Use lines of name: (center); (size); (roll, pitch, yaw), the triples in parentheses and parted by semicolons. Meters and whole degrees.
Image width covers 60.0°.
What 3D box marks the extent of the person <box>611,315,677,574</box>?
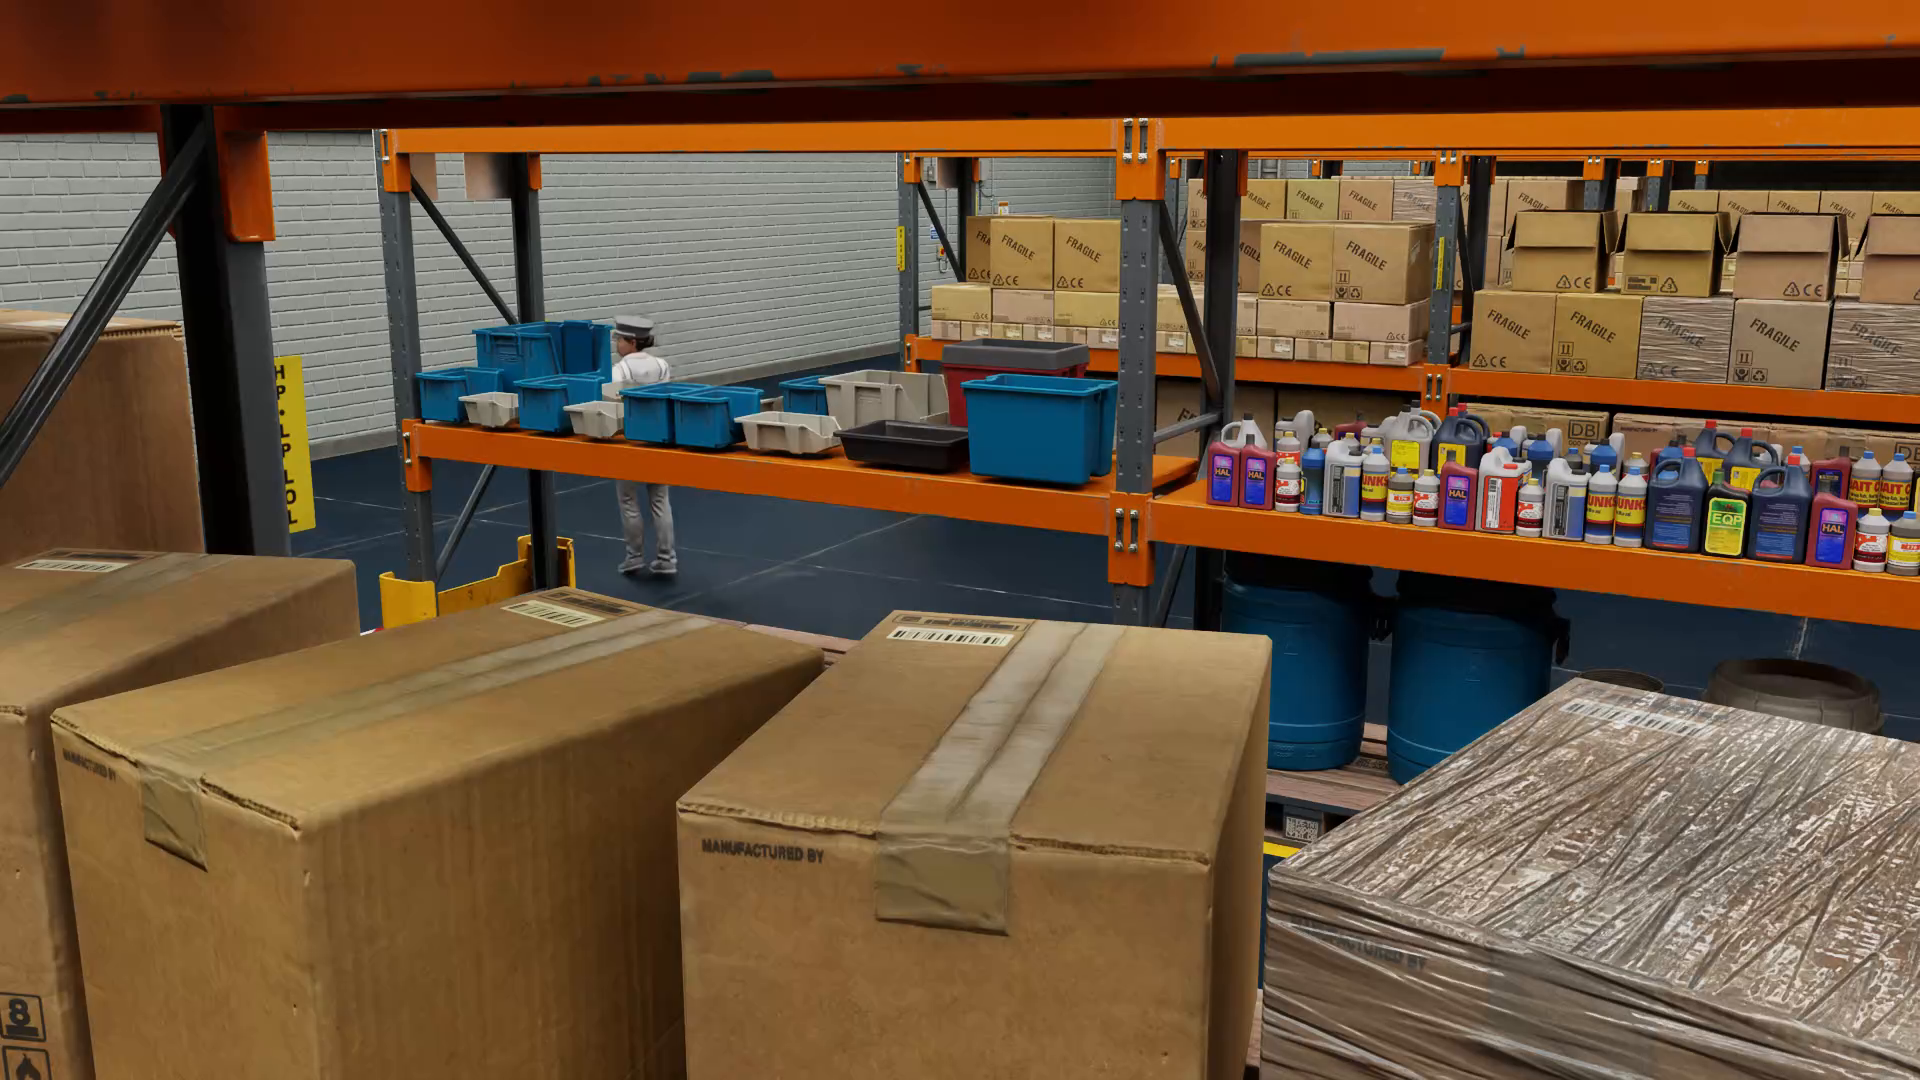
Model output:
person: (-2.074, -0.579, 10.510); (0.512, 1.694, 0.558); (-11, 17, -41)
